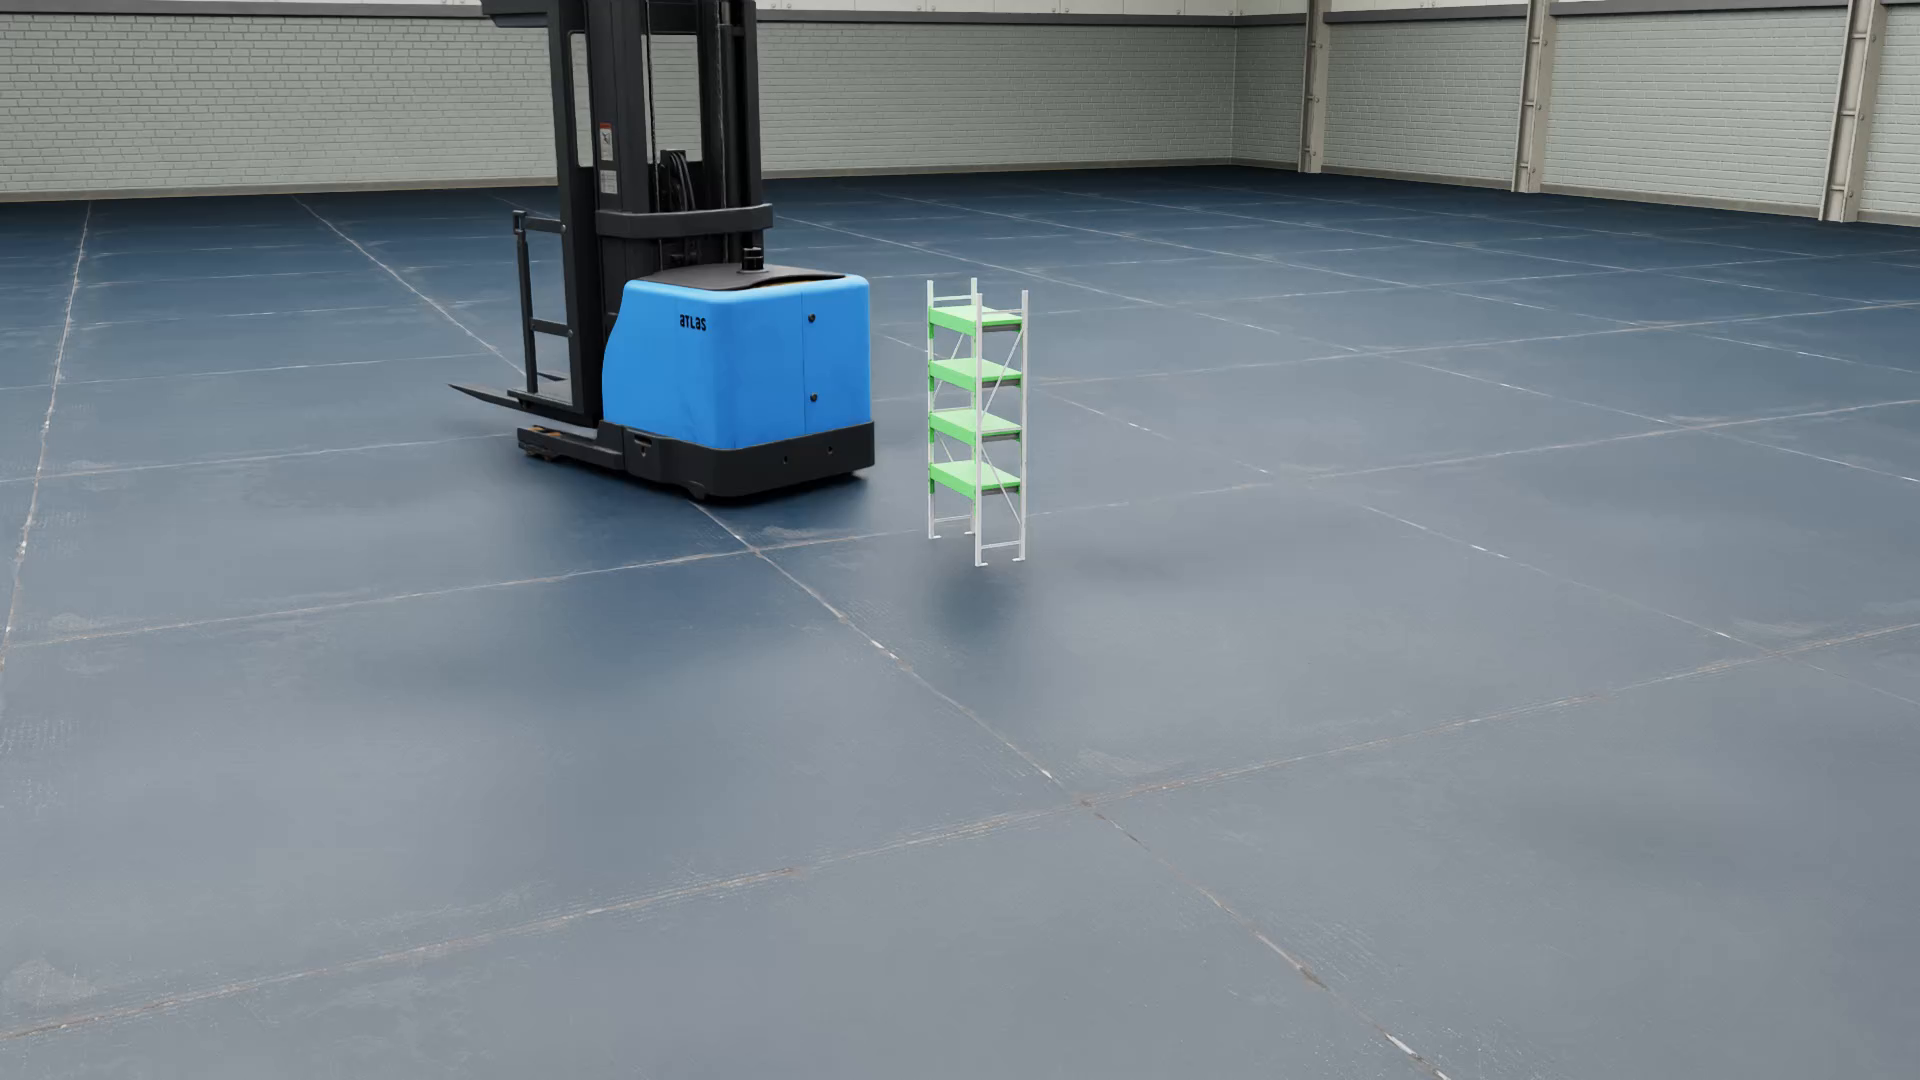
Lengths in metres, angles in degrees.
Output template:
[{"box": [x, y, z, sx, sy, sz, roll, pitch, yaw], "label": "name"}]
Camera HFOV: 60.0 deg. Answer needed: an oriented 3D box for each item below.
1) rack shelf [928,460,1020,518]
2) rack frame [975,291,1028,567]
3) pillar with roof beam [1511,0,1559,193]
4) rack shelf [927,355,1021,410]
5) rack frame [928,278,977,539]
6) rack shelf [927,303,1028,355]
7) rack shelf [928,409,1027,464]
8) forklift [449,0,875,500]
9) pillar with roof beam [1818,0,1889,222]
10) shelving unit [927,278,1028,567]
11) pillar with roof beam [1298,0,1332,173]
[{"box": [0.073, -0.244, 7.526, 0.258, 0.148, 0.480, -8, 18, -25], "label": "rack shelf"}, {"box": [0.179, -0.475, 7.231, 0.240, 1.200, 0.015, -8, 18, -25], "label": "rack frame"}, {"box": [5.872, -9.794, 25.565, 9.100, 9.000, 0.400, -8, 18, -25], "label": "pillar with roof beam"}, {"box": [0.073, -0.705, 7.394, 0.258, 0.148, 0.480, -8, 18, -25], "label": "rack shelf"}, {"box": [-0.034, -0.596, 7.653, 0.240, 1.200, 0.015, -8, 18, -25], "label": "rack frame"}, {"box": [0.073, -0.936, 7.327, 0.258, 0.148, 0.480, -8, 18, -25], "label": "rack shelf"}, {"box": [0.073, -0.474, 7.460, 0.258, 0.148, 0.480, -8, 18, -25], "label": "rack shelf"}, {"box": [-1.859, -1.935, 9.180, 3.031, 2.935, 1.130, 15, 22, 42], "label": "forklift"}, {"box": [8.501, -8.306, 20.380, 9.100, 9.000, 0.400, -8, 18, -25], "label": "pillar with roof beam"}, {"box": [0.073, -0.536, 7.442, 0.258, 1.200, 0.503, -8, 18, -25], "label": "shelving unit"}, {"box": [3.244, -11.281, 30.749, 9.100, 9.000, 0.400, -8, 18, -25], "label": "pillar with roof beam"}]
